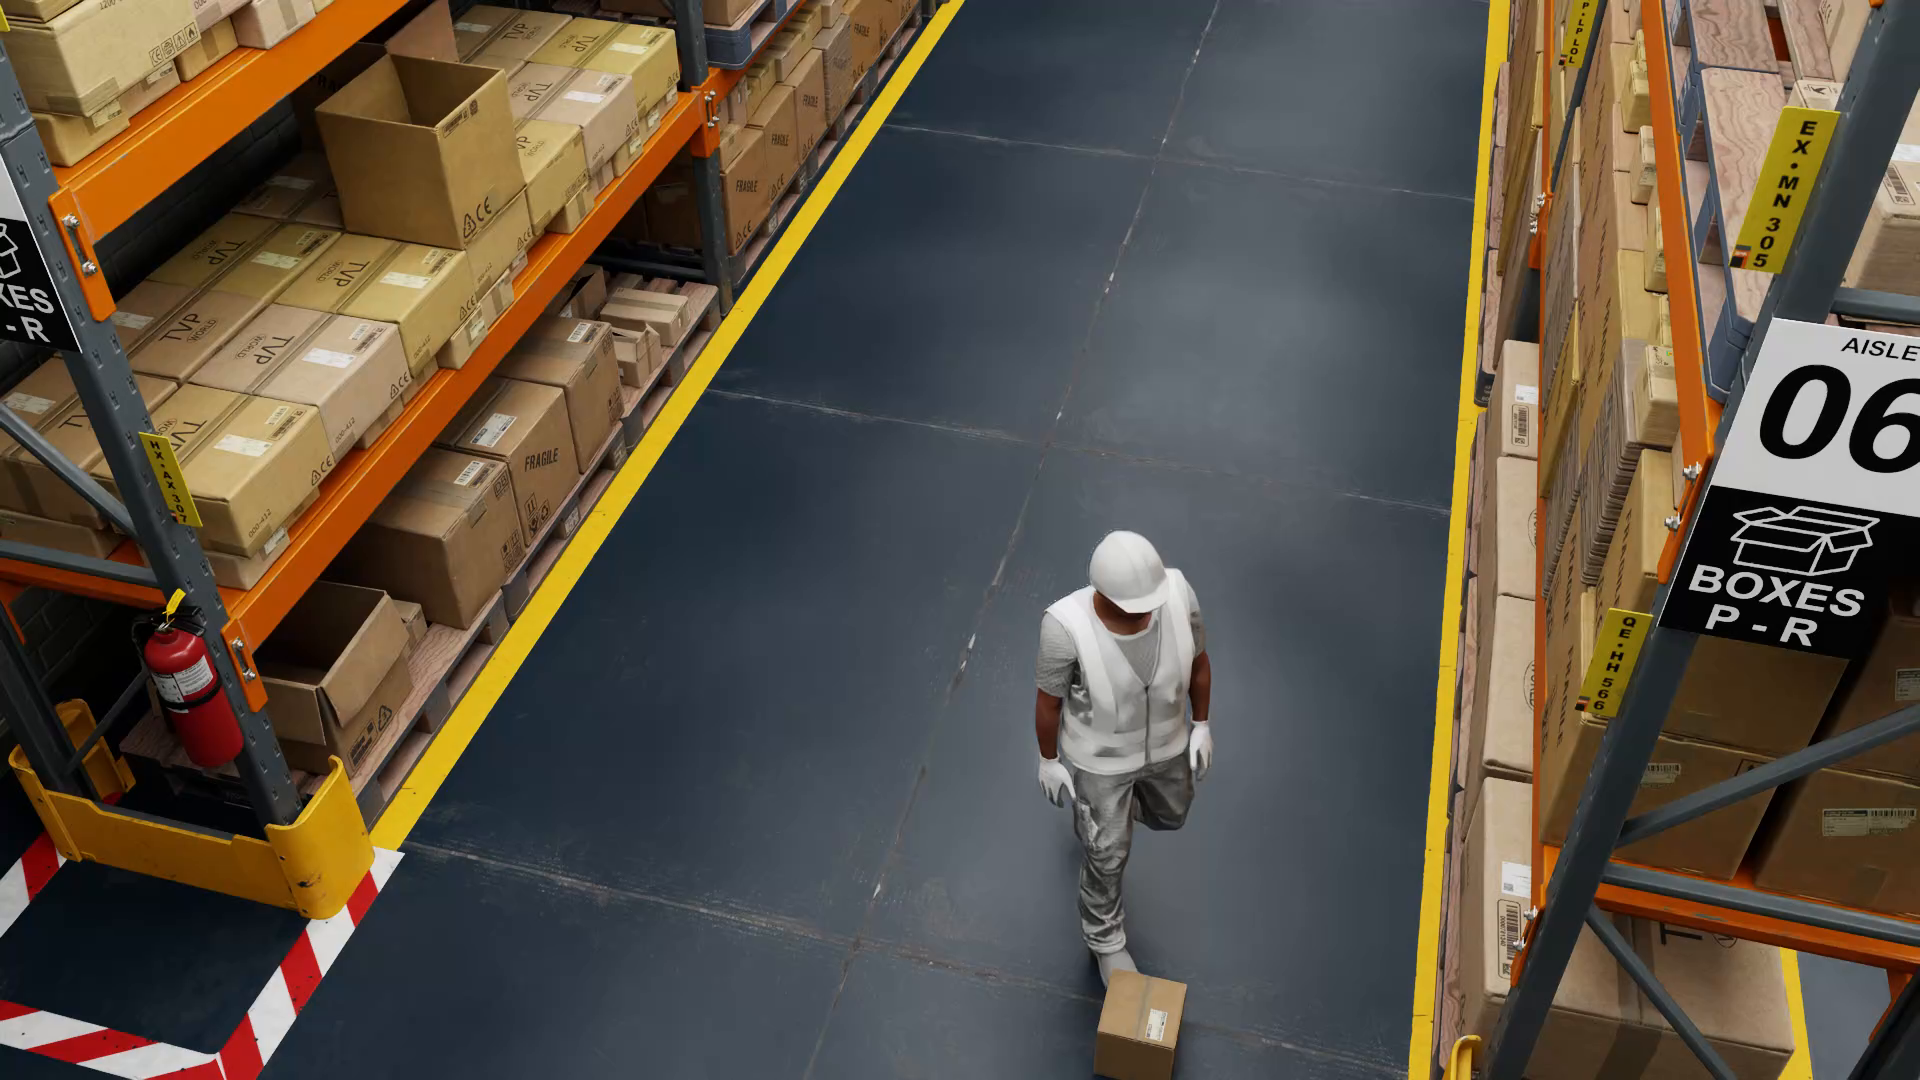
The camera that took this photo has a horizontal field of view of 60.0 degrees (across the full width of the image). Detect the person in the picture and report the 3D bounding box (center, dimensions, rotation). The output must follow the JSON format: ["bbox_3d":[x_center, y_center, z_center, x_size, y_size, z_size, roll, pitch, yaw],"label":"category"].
[{"bbox_3d":[0.523,0.645,5.391,0.575,1.770,0.807,-17,43,-18],"label":"person"}]
